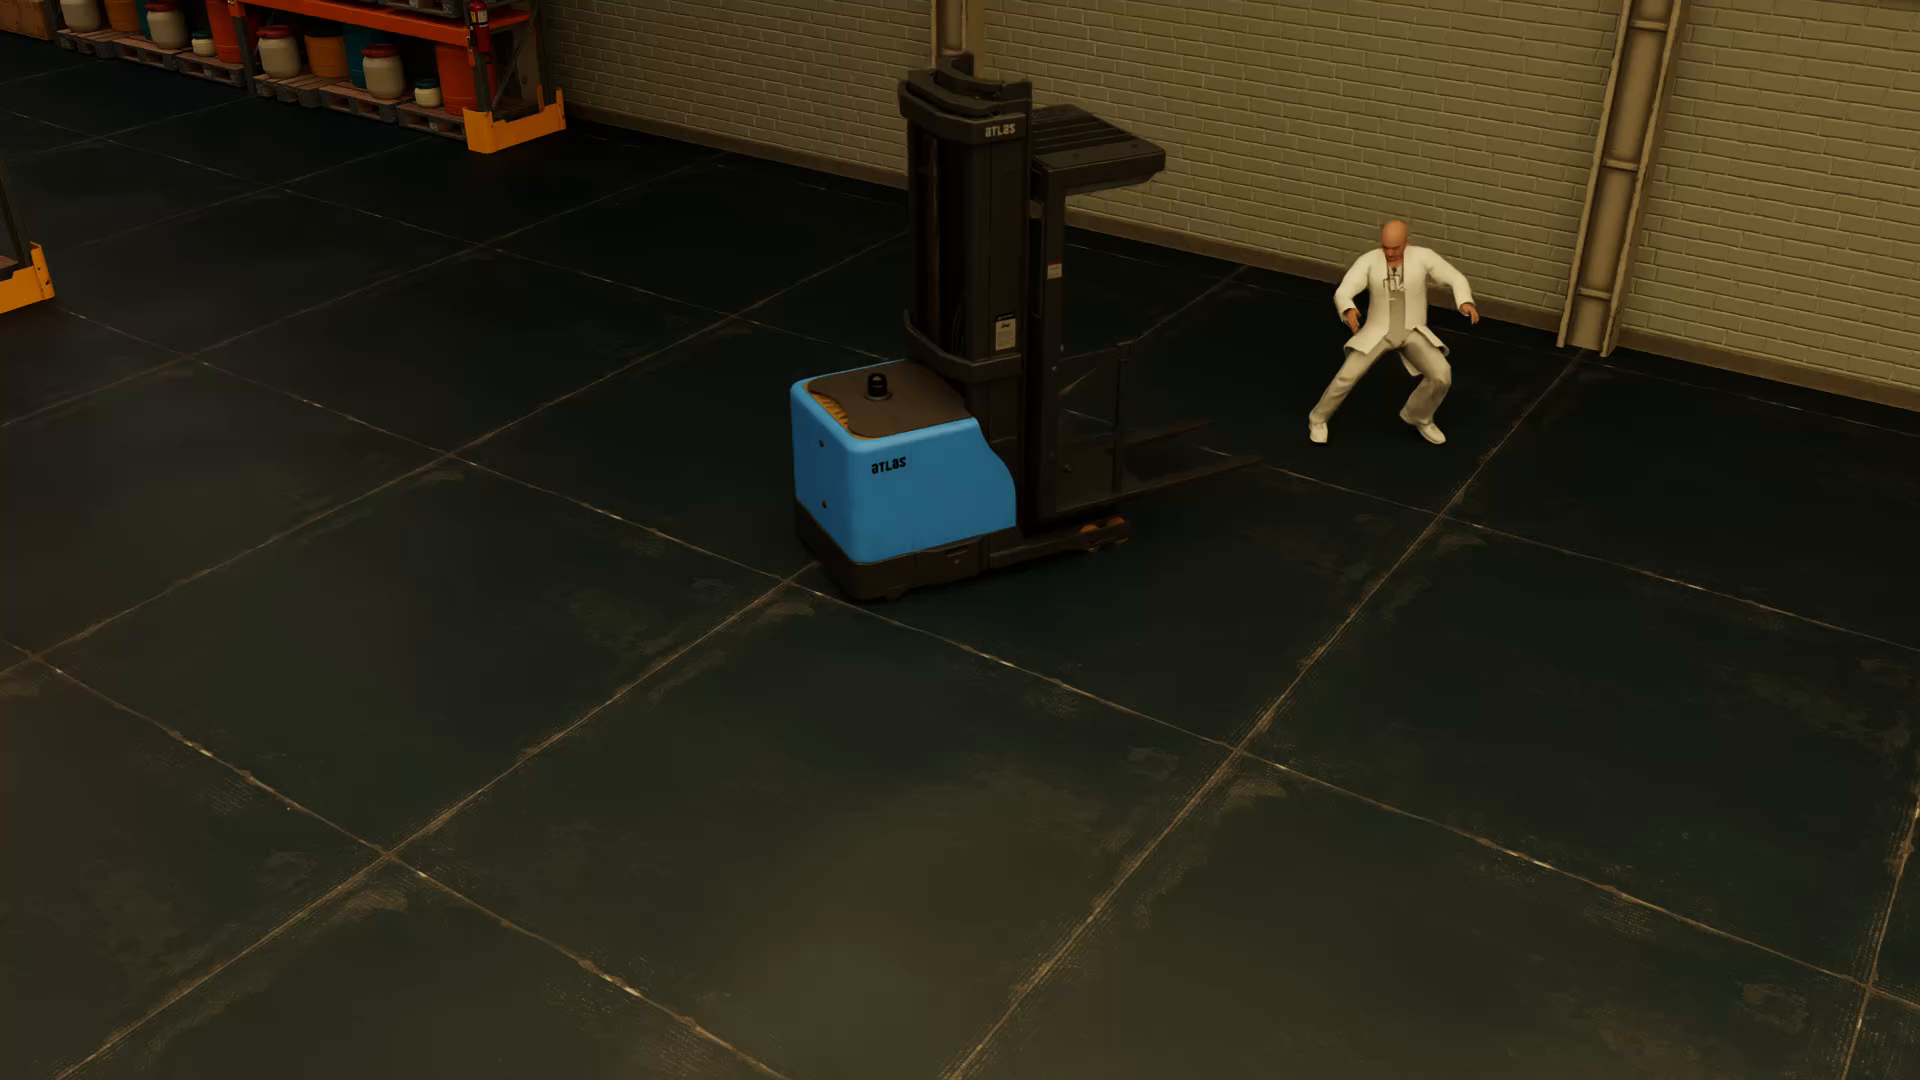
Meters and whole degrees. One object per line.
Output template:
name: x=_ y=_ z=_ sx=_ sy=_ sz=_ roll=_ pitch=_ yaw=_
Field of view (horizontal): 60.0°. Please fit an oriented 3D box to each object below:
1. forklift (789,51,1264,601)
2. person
forklift: x=0.510 y=-1.417 z=10.021 sx=3.031 sy=2.935 sz=1.130 roll=-14 pitch=33 yaw=-23
person: x=2.967 y=-1.381 z=11.330 sx=1.023 sy=1.549 sz=0.773 roll=8 pitch=31 yaw=13
